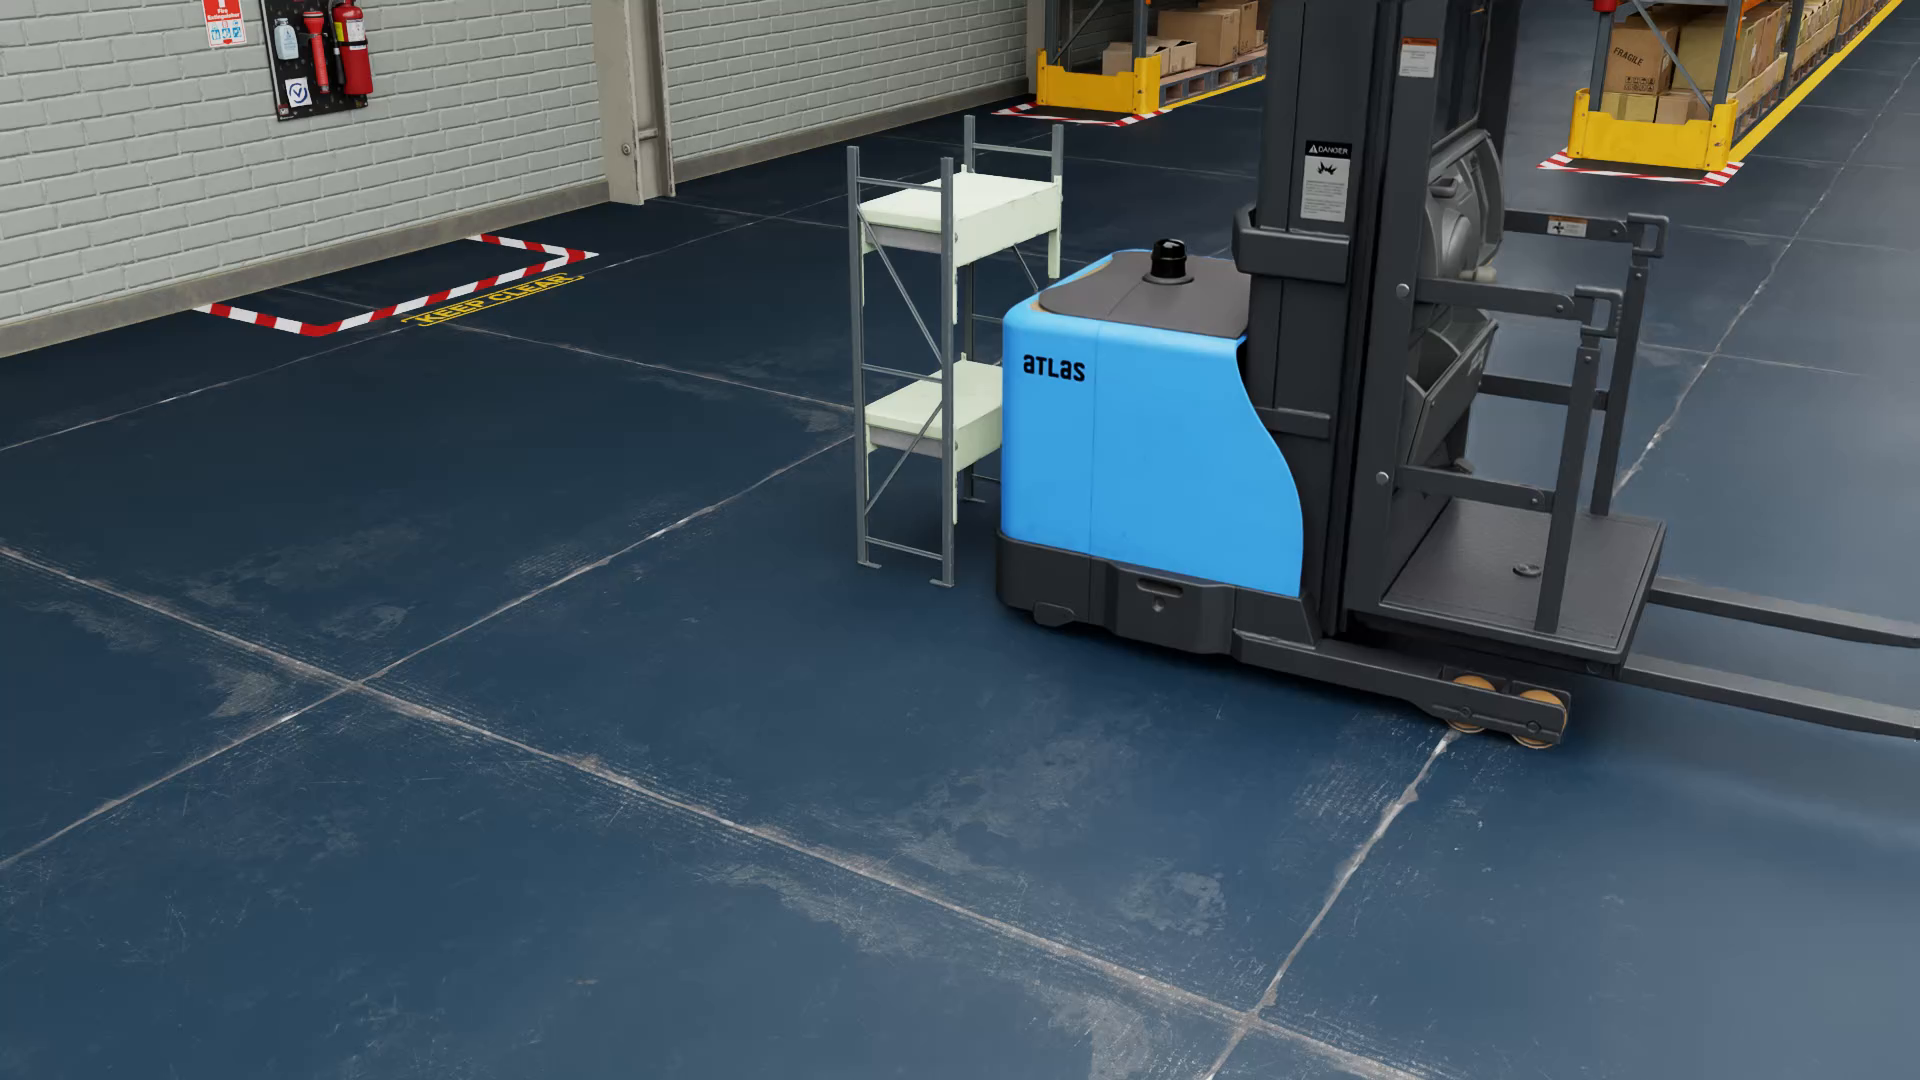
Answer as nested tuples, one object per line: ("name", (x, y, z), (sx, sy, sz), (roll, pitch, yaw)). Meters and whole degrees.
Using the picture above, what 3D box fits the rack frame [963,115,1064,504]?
("rack frame", (0.190, -0.810, 6.232), (0.400, 1.500, 0.023), (14, 27, 29))

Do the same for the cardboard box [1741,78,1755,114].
("cardboard box", (6.456, -3.802, 14.190), (0.500, 0.250, 0.500), (14, 27, 29))

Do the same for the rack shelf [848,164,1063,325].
("rack shelf", (-0.003, -1.044, 5.792), (0.431, 0.370, 0.720), (14, 27, 29))

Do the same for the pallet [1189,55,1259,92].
("pallet", (2.392, -4.858, 17.207), (1.003, 0.211, 1.213), (14, 27, 29))

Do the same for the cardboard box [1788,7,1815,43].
("cardboard box", (8.267, -5.192, 16.694), (0.500, 0.311, 0.500), (14, 27, 28))

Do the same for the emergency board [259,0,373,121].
("emergency board", (-3.618, -3.002, 9.409), (0.194, 1.169, 0.643), (14, 27, 29))

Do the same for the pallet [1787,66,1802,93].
("pallet", (7.925, -4.726, 16.901), (1.003, 0.211, 1.213), (14, 27, 29))

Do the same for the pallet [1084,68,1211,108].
("pallet", (1.747, -4.448, 16.260), (1.003, 0.211, 1.213), (14, 27, 29))

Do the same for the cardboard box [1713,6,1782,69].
("cardboard box", (6.976, -4.486, 14.824), (0.500, 0.500, 0.500), (14, 27, 29))

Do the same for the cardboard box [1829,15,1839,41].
("cardboard box", (9.609, -5.801, 18.807), (0.500, 0.250, 0.500), (15, 27, 30))

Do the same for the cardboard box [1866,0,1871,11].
("cardboard box", (11.504, -7.112, 21.495), (0.500, 0.500, 0.500), (14, 27, 29))

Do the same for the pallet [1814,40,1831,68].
("pallet", (9.212, -5.549, 18.803), (1.003, 0.211, 1.213), (14, 27, 29))

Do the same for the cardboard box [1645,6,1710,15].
("cardboard box", (6.269, -4.426, 14.687), (0.500, 0.500, 0.500), (14, 27, 29))

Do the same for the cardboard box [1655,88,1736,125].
("cardboard box", (5.931, -3.464, 13.408), (0.500, 0.250, 0.500), (14, 27, 29))

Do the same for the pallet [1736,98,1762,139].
("pallet", (6.471, -3.796, 14.753), (1.003, 0.211, 1.213), (14, 27, 29))

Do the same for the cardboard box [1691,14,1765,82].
("cardboard box", (6.446, -4.149, 14.046), (0.500, 0.500, 0.500), (14, 27, 29))

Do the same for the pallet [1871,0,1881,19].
("pallet", (12.152, -7.401, 23.080), (1.003, 0.211, 1.213), (14, 27, 29))

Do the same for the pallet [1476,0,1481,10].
("pallet", (7.236, -7.930, 24.302), (1.003, 0.211, 1.213), (14, 27, 29))

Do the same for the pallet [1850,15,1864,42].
("pallet", (10.749, -6.473, 20.937), (1.003, 0.211, 1.213), (14, 27, 29))

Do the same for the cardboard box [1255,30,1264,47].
("cardboard box", (3.102, -5.500, 18.193), (0.380, 0.166, 0.250), (10, 25, 22))

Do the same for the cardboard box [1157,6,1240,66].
("cardboard box", (2.420, -5.135, 16.927), (0.700, 0.500, 0.500), (12, 26, 26))

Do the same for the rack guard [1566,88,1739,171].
("rack guard", (5.447, -3.243, 13.113), (1.175, 0.500, 0.348), (14, 27, 29))

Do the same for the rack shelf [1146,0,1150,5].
("rack shelf", (2.304, -5.780, 16.732), (1.077, 0.370, 4.000), (14, 27, 29))

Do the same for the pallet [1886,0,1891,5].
("pallet", (13.439, -8.224, 24.982), (1.003, 0.211, 1.213), (14, 27, 29))

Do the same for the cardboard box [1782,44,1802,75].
("cardboard box", (7.992, -4.764, 16.411), (0.500, 0.250, 0.500), (13, 27, 28))

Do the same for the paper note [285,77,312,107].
("paper note", (-3.770, -2.552, 9.479), (0.016, 0.148, 0.142), (14, 27, 29))

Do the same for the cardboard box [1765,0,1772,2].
("cardboard box", (8.342, -5.647, 17.746), (0.500, 0.311, 0.500), (13, 27, 28))

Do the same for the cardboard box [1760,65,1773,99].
("cardboard box", (6.987, -4.139, 14.967), (0.500, 0.250, 0.500), (14, 27, 29))

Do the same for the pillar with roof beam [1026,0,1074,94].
("pillar with roof beam", (4.541, -7.704, 12.719), (9.100, 9.000, 0.400), (14, 27, 29))

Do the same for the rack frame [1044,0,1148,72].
("rack frame", (1.249, -5.436, 15.030), (1.000, 3.000, 0.127), (14, 27, 29))

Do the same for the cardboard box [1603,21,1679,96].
("cardboard box", (5.489, -3.917, 13.511), (0.500, 0.500, 0.500), (14, 27, 29))

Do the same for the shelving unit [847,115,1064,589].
("shelving unit", (-0.004, -0.686, 5.947), (0.431, 1.500, 0.755), (14, 27, 29))

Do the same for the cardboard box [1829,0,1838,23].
("cardboard box", (9.343, -5.882, 18.288), (0.500, 0.311, 0.500), (13, 27, 28))

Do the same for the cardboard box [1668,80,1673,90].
("cardboard box", (5.745, -3.744, 14.055), (0.500, 0.250, 0.500), (14, 27, 29))

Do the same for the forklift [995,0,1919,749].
("forklift", (1.667, -0.978, 4.821), (3.031, 2.935, 1.130), (12, 26, 25))

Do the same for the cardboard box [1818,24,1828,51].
("cardboard box", (9.072, -5.457, 18.013), (0.500, 0.250, 0.500), (15, 27, 30))

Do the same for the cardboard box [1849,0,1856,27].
("cardboard box", (10.433, -6.425, 19.909), (0.500, 0.500, 0.500), (13, 27, 27))

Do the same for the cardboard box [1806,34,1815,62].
("cardboard box", (8.534, -5.111, 17.214), (0.500, 0.250, 0.500), (13, 27, 27))

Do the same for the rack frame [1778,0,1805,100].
("rack frame", (7.569, -5.749, 15.754), (1.000, 3.000, 0.127), (14, 27, 29))

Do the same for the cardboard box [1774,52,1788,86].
("cardboard box", (7.510, -4.477, 15.749), (0.500, 0.250, 0.500), (14, 27, 29))

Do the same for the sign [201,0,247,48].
("sign", (-3.997, -2.853, 9.020), (0.001, 0.329, 0.234), (14, 27, 29))

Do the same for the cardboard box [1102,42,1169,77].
("cardboard box", (1.690, -4.618, 15.973), (0.500, 0.311, 0.500), (11, 26, 23))

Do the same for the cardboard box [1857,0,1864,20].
("cardboard box", (10.973, -6.771, 20.707), (0.500, 0.500, 0.500), (13, 27, 27))

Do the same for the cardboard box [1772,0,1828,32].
("cardboard box", (8.809, -5.543, 17.506), (0.500, 0.311, 0.500), (15, 27, 30))
